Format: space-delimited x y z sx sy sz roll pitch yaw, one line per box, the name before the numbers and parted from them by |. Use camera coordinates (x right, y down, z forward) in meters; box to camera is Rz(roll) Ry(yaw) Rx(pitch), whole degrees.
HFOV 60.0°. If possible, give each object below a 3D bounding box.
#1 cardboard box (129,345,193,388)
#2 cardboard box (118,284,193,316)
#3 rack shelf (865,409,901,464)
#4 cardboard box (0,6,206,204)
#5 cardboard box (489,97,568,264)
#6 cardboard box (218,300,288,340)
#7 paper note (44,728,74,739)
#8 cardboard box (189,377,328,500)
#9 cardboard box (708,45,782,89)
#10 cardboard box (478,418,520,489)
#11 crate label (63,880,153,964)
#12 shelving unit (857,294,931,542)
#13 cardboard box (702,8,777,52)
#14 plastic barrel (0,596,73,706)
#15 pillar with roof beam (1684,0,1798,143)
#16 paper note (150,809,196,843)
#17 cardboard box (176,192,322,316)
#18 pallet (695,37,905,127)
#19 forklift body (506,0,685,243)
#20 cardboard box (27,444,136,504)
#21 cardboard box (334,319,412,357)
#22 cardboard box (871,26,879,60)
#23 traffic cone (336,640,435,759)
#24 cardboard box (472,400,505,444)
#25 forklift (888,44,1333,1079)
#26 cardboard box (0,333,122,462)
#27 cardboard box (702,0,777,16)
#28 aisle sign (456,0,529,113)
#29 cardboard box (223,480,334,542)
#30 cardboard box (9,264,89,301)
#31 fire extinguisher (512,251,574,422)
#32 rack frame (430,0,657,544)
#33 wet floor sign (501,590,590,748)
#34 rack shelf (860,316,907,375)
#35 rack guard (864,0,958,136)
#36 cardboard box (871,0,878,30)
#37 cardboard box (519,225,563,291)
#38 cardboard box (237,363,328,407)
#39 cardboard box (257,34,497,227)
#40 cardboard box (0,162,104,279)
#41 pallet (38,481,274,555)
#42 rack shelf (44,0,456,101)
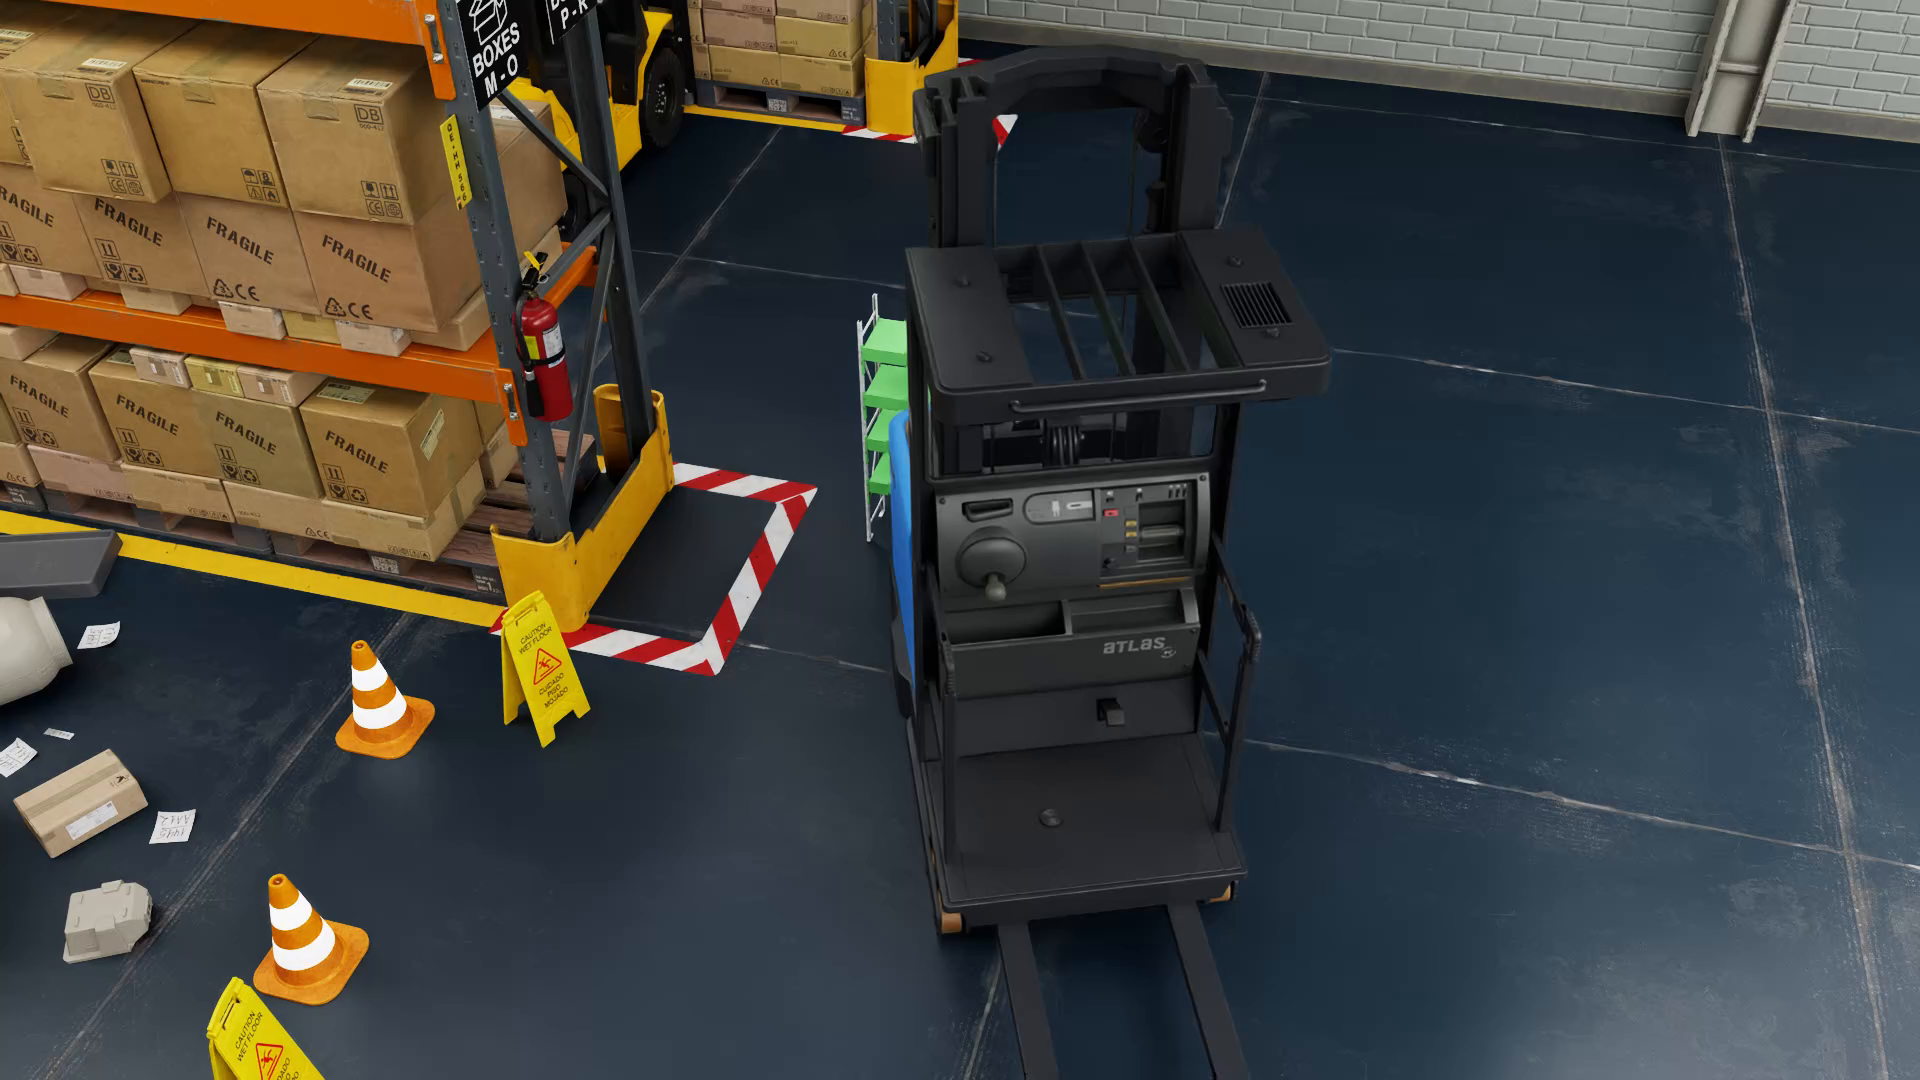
cardboard box | -3.328 -0.833 7.159 0.250 0.149 0.380 11 41 13
cardboard box | -3.289 -1.113 6.963 0.250 0.149 0.380 9 41 11
rack shelf | -0.160 -0.438 7.463 0.480 0.148 0.258 10 41 11
cardboard box | -3.175 -1.705 6.386 0.500 0.500 0.700 9 41 11
cardboard box | -2.004 -1.514 6.936 0.500 0.500 0.500 9 41 11
cardboard box | -2.807 -0.997 6.825 0.250 0.149 0.380 10 41 12
paper note | -3.695 0.795 6.820 0.123 0.001 0.032 10 41 11
cardboard box | -2.965 -0.562 7.339 0.500 0.500 0.500 11 41 13
cardboard box | -1.353 -3.273 11.151 0.500 0.250 0.500 10 41 11
cardboard box | -2.326 -0.525 7.878 0.500 0.250 0.500 9 41 11
crate label | -3.101 1.369 6.038 0.298 0.136 0.250 -10 41 -11
shelving unit | -0.160 -0.487 7.421 0.503 1.200 0.258 10 41 11
cardboard box | -1.372 -3.471 10.998 0.500 0.250 0.500 9 41 11
plastic barrel | -4.005 0.473 6.882 0.512 0.421 0.421 -24 46 -26
pillar with roof beam | 3.905 -3.496 4.940 0.400 9.000 9.100 10 41 11
paper note | -3.046 1.106 6.434 0.142 0.019 0.148 -3 40 -4
cardboard box | -2.697 -1.268 6.643 0.500 0.500 0.500 10 41 12
pallet | -1.089 -3.229 11.455 1.213 0.211 1.003 10 41 11
forklift body | -2.642 -3.052 9.736 1.214 2.155 2.313 10 41 11
cardboard box | -3.951 -0.450 7.789 0.500 0.250 0.500 9 41 11
cardboard box | -2.308 -0.917 6.730 0.250 0.149 0.380 9 41 11
cardboard box | -0.763 -3.506 11.429 0.500 0.250 0.500 10 41 12
traffic cone | -2.367 0.591 6.712 0.334 0.463 0.336 10 41 11
cardboard box | -2.349 -0.815 7.641 0.500 0.500 0.500 8 41 10
forklift | 0.414 0.063 5.420 1.130 2.935 3.031 -5 40 -6
cardboard box | -3.962 -0.736 7.547 0.500 0.500 0.500 12 41 14
cardboard box | -1.359 -3.650 10.822 0.500 0.250 0.500 10 41 12
aisle sign | -1.634 -1.916 5.702 0.004 0.787 0.394 10 41 11
cardboard box | -2.967 -0.277 7.583 0.500 0.250 0.500 10 41 12
cardboard box | -3.777 -1.185 7.048 0.250 0.149 0.380 10 41 11
fire extinguisher | -1.627 -0.776 6.426 0.183 0.674 0.296 10 41 11
rack frame | -1.618 -1.111 6.765 0.127 3.000 1.000 10 41 11
wet floor sign | -1.712 0.487 6.693 0.232 0.644 0.267 24 46 26
rack shelf | -0.160 -0.806 7.154 0.480 0.148 0.258 10 41 11
rack guard | -0.316 -3.234 11.237 0.348 0.500 1.175 10 41 11
cardboard box | -0.740 -3.702 11.273 0.500 0.250 0.500 10 41 12
cardboard box | -1.893 -1.200 7.066 0.250 0.149 0.380 10 41 12
cardboard box | -2.832 -0.745 7.053 0.250 0.149 0.380 11 41 13
cardboard box | -2.168 -1.595 6.255 0.500 0.500 0.700 9 41 10
cardboard box | -3.664 -1.450 6.859 0.500 0.500 0.500 10 41 12
pallet | -3.642 -0.417 8.107 1.213 0.211 1.003 10 41 11
rack shelf | -3.551 -2.316 6.427 4.000 0.370 1.077 10 41 11
